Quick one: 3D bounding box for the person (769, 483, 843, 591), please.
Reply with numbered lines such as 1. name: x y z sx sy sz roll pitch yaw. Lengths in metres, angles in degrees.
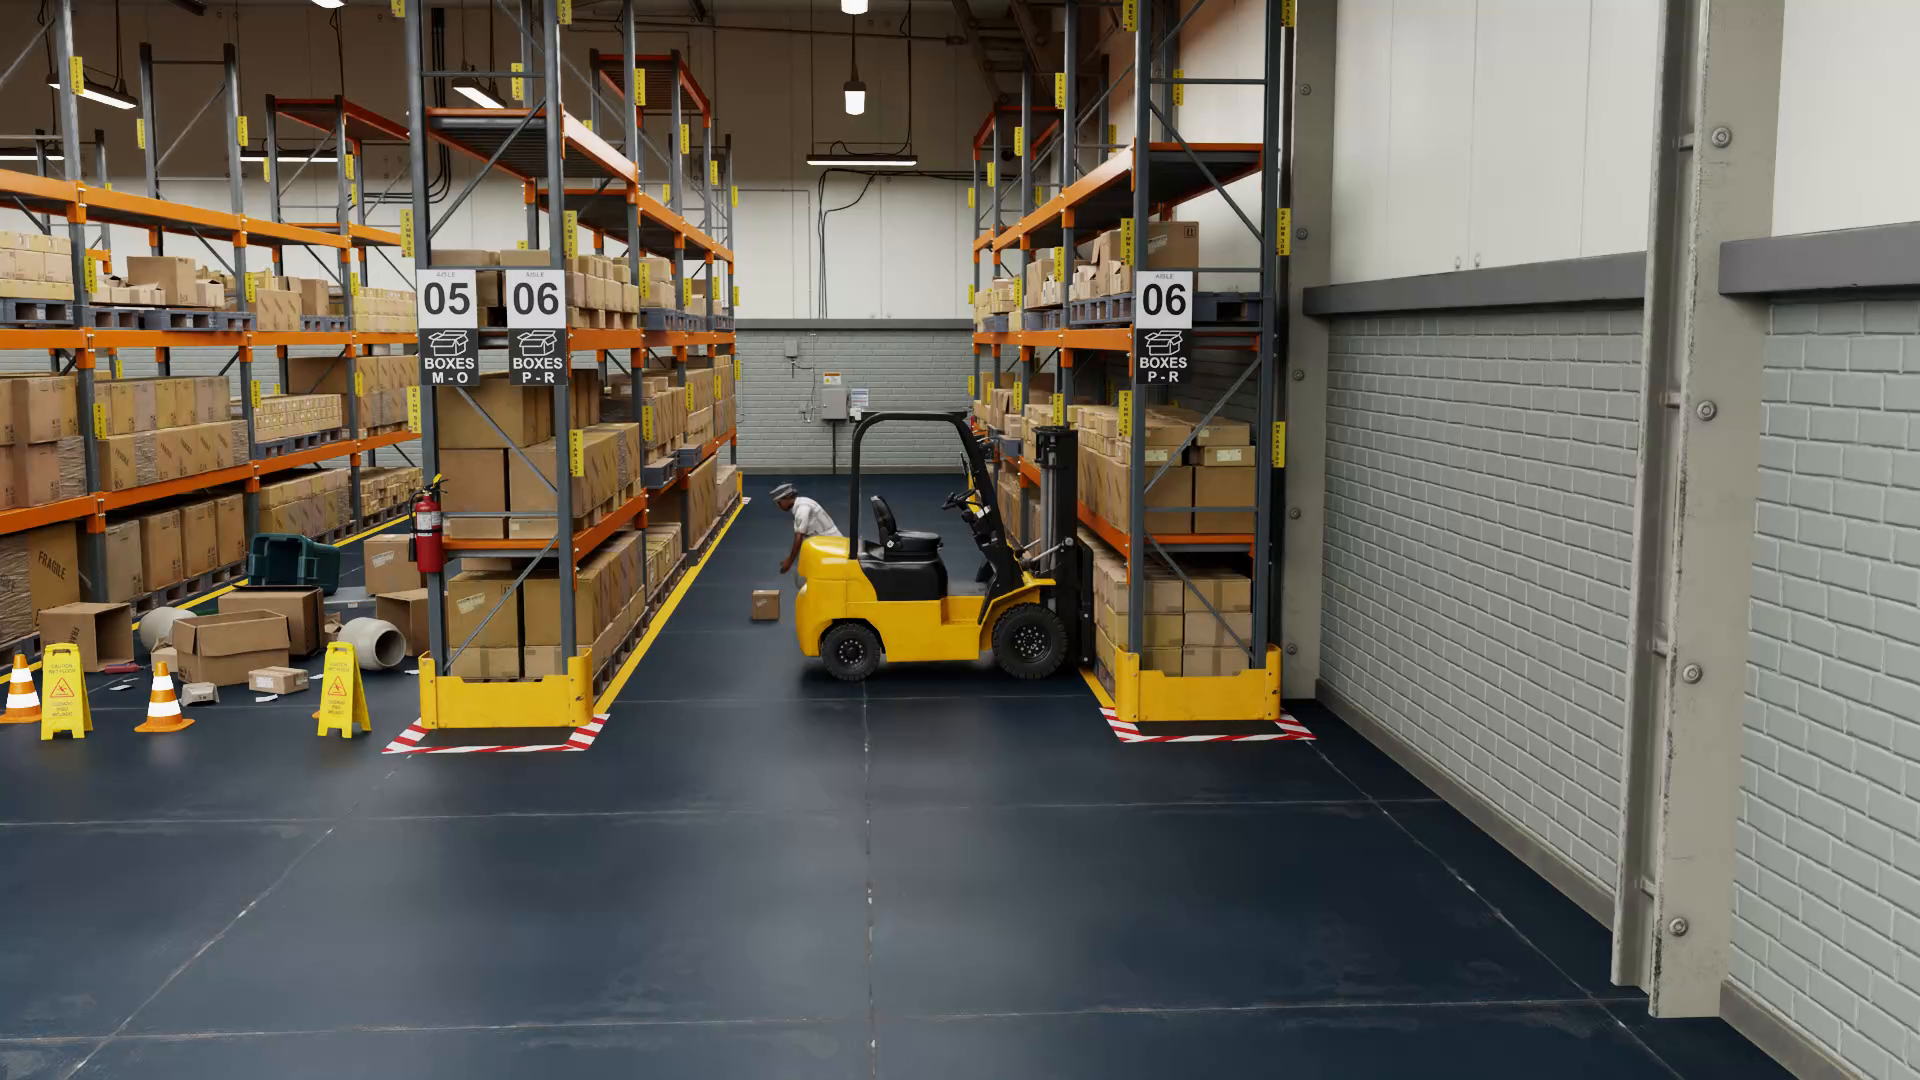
1. person: -1.493 0.106 16.287 0.741 1.331 0.496 0 7 -4
